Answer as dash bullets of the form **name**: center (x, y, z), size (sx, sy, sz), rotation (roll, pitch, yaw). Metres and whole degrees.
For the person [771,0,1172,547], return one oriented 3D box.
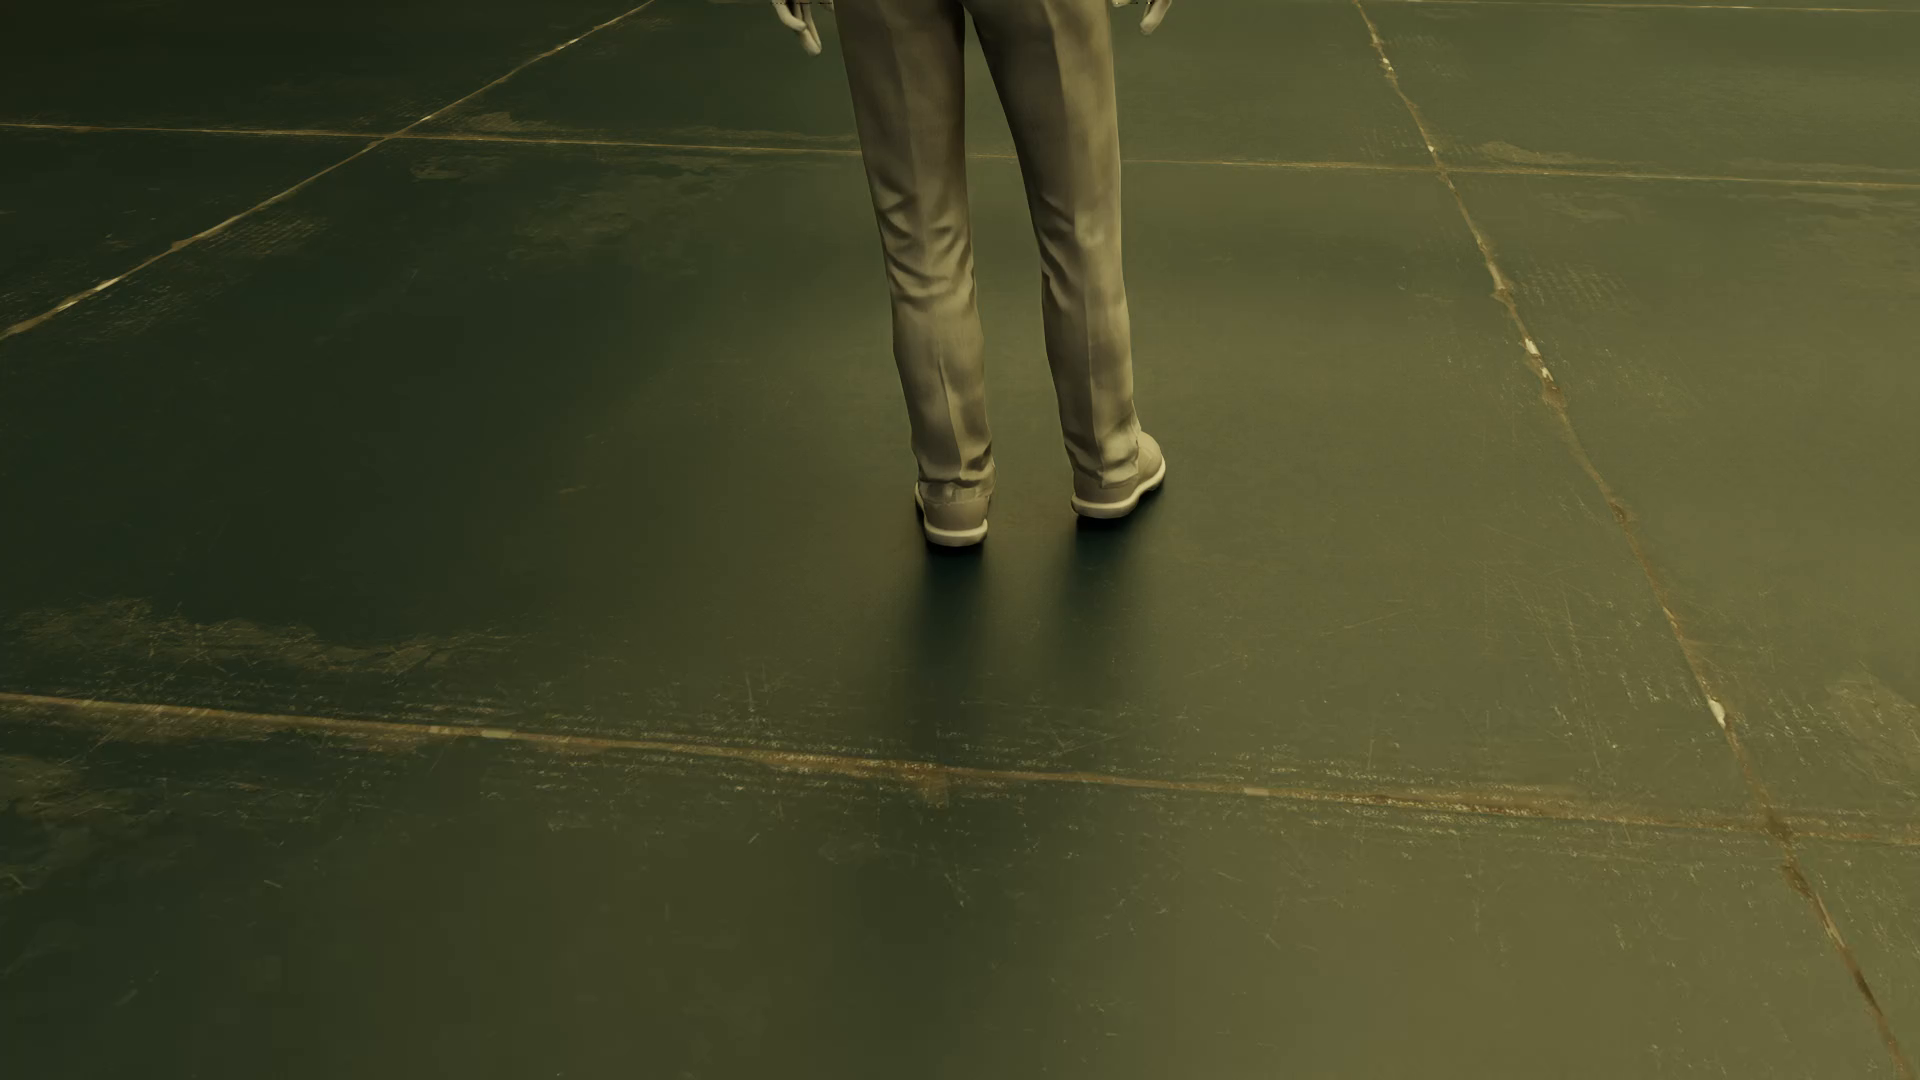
- **person**: center (0.015, -0.794, 2.177), size (0.588, 1.696, 0.533), rotation (3, 27, 7)
